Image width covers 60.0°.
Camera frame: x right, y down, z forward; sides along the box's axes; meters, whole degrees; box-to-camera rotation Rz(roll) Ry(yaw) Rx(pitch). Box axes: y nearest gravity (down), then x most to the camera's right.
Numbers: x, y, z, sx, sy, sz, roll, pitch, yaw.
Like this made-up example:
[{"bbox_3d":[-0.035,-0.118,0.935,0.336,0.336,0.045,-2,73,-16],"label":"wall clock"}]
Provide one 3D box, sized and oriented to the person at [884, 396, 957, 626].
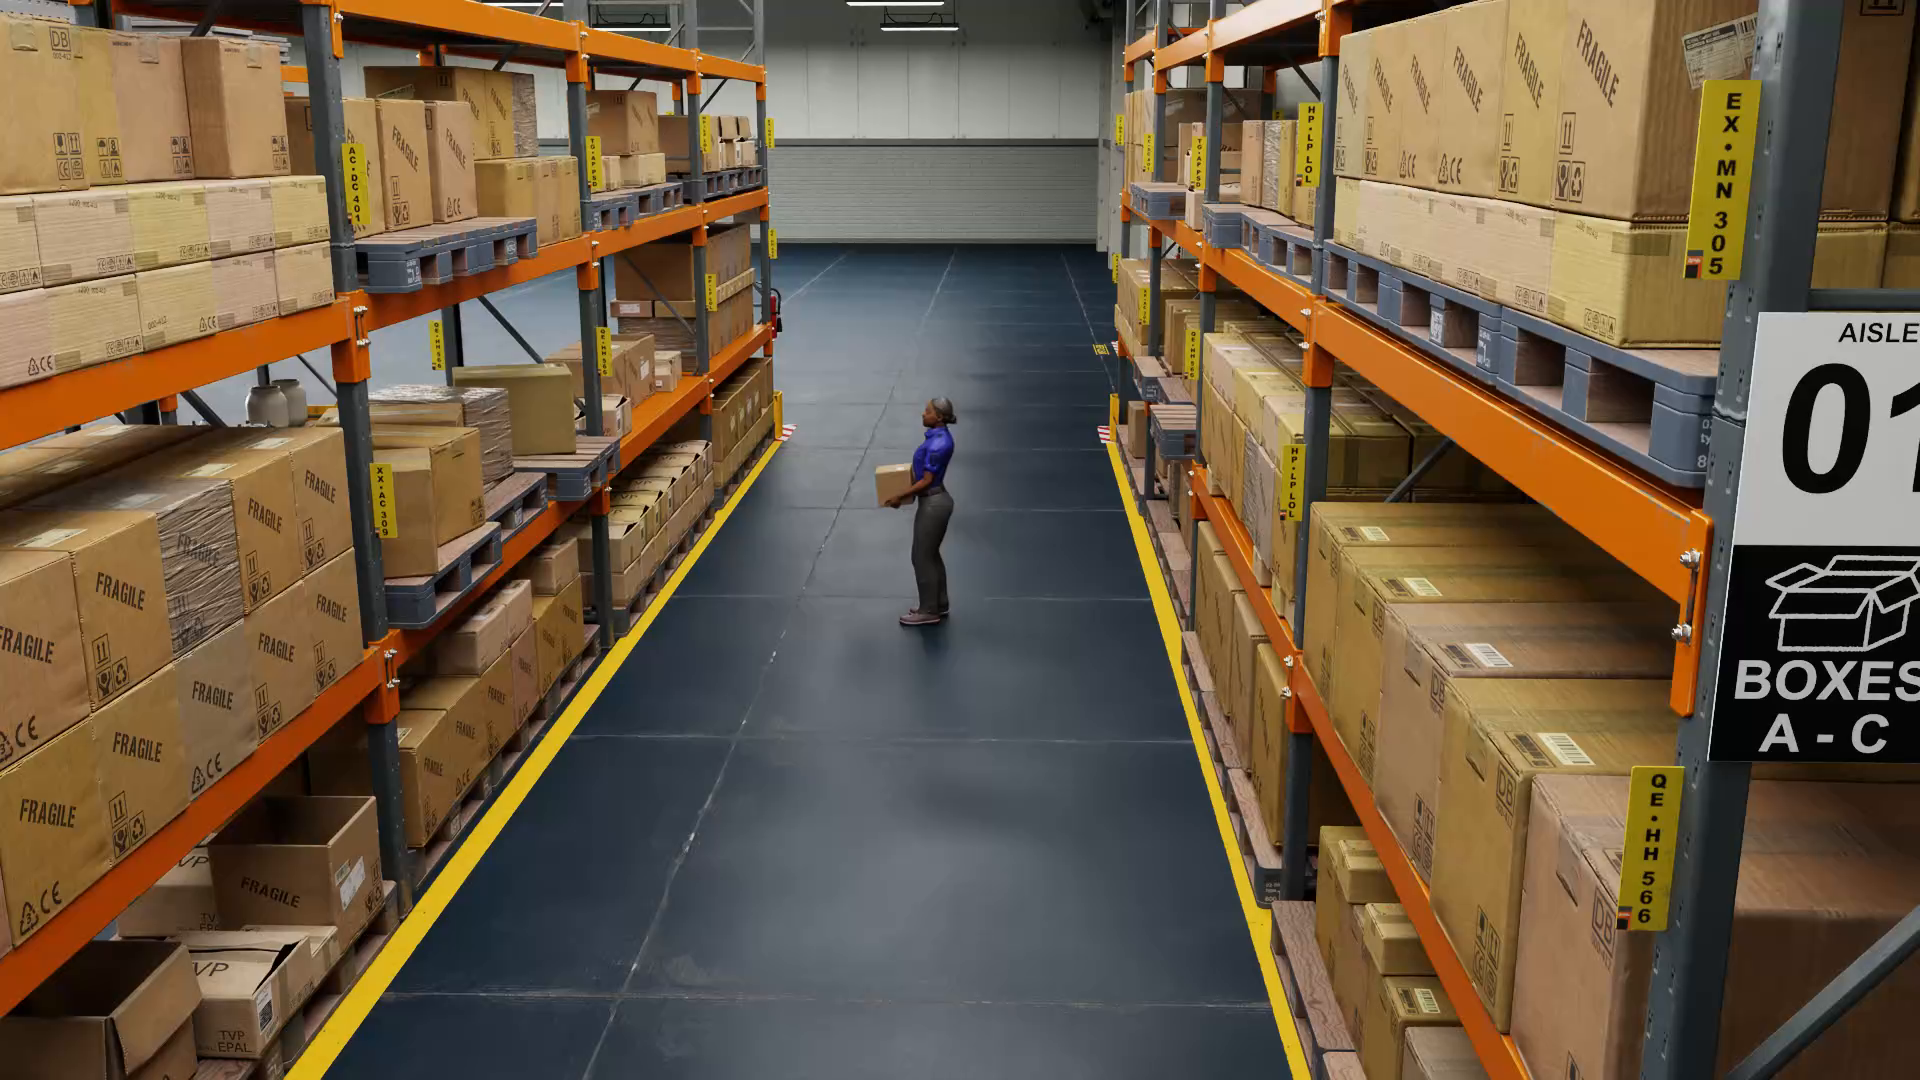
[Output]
[{"bbox_3d":[-0.277,-0.218,11.903,0.516,1.645,0.449,0,14,2],"label":"person"}]
